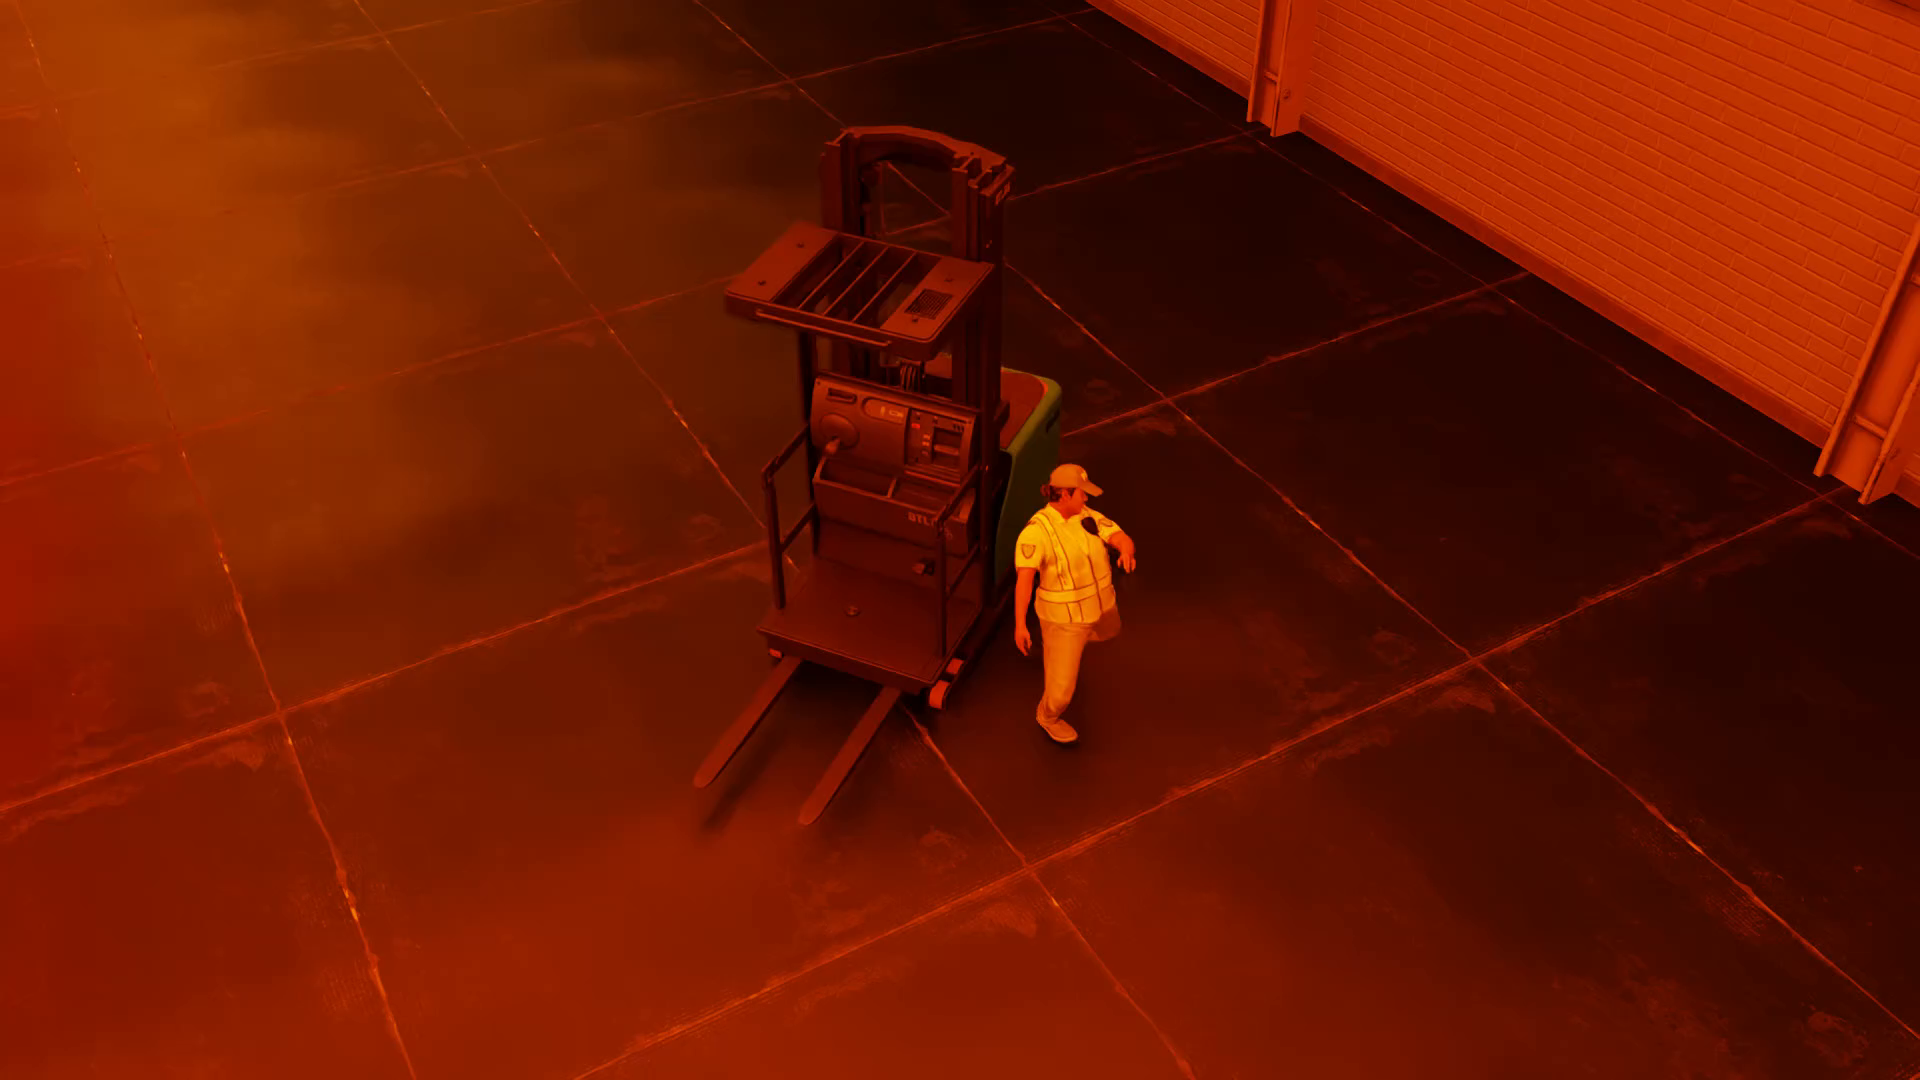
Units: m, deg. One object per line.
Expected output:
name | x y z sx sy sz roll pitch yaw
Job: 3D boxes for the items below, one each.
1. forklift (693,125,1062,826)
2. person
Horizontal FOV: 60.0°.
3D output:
forklift | -0.446 -0.504 8.644 1.130 2.935 3.031 16 42 18
person | 0.543 0.387 8.687 0.795 1.451 0.901 28 47 29
